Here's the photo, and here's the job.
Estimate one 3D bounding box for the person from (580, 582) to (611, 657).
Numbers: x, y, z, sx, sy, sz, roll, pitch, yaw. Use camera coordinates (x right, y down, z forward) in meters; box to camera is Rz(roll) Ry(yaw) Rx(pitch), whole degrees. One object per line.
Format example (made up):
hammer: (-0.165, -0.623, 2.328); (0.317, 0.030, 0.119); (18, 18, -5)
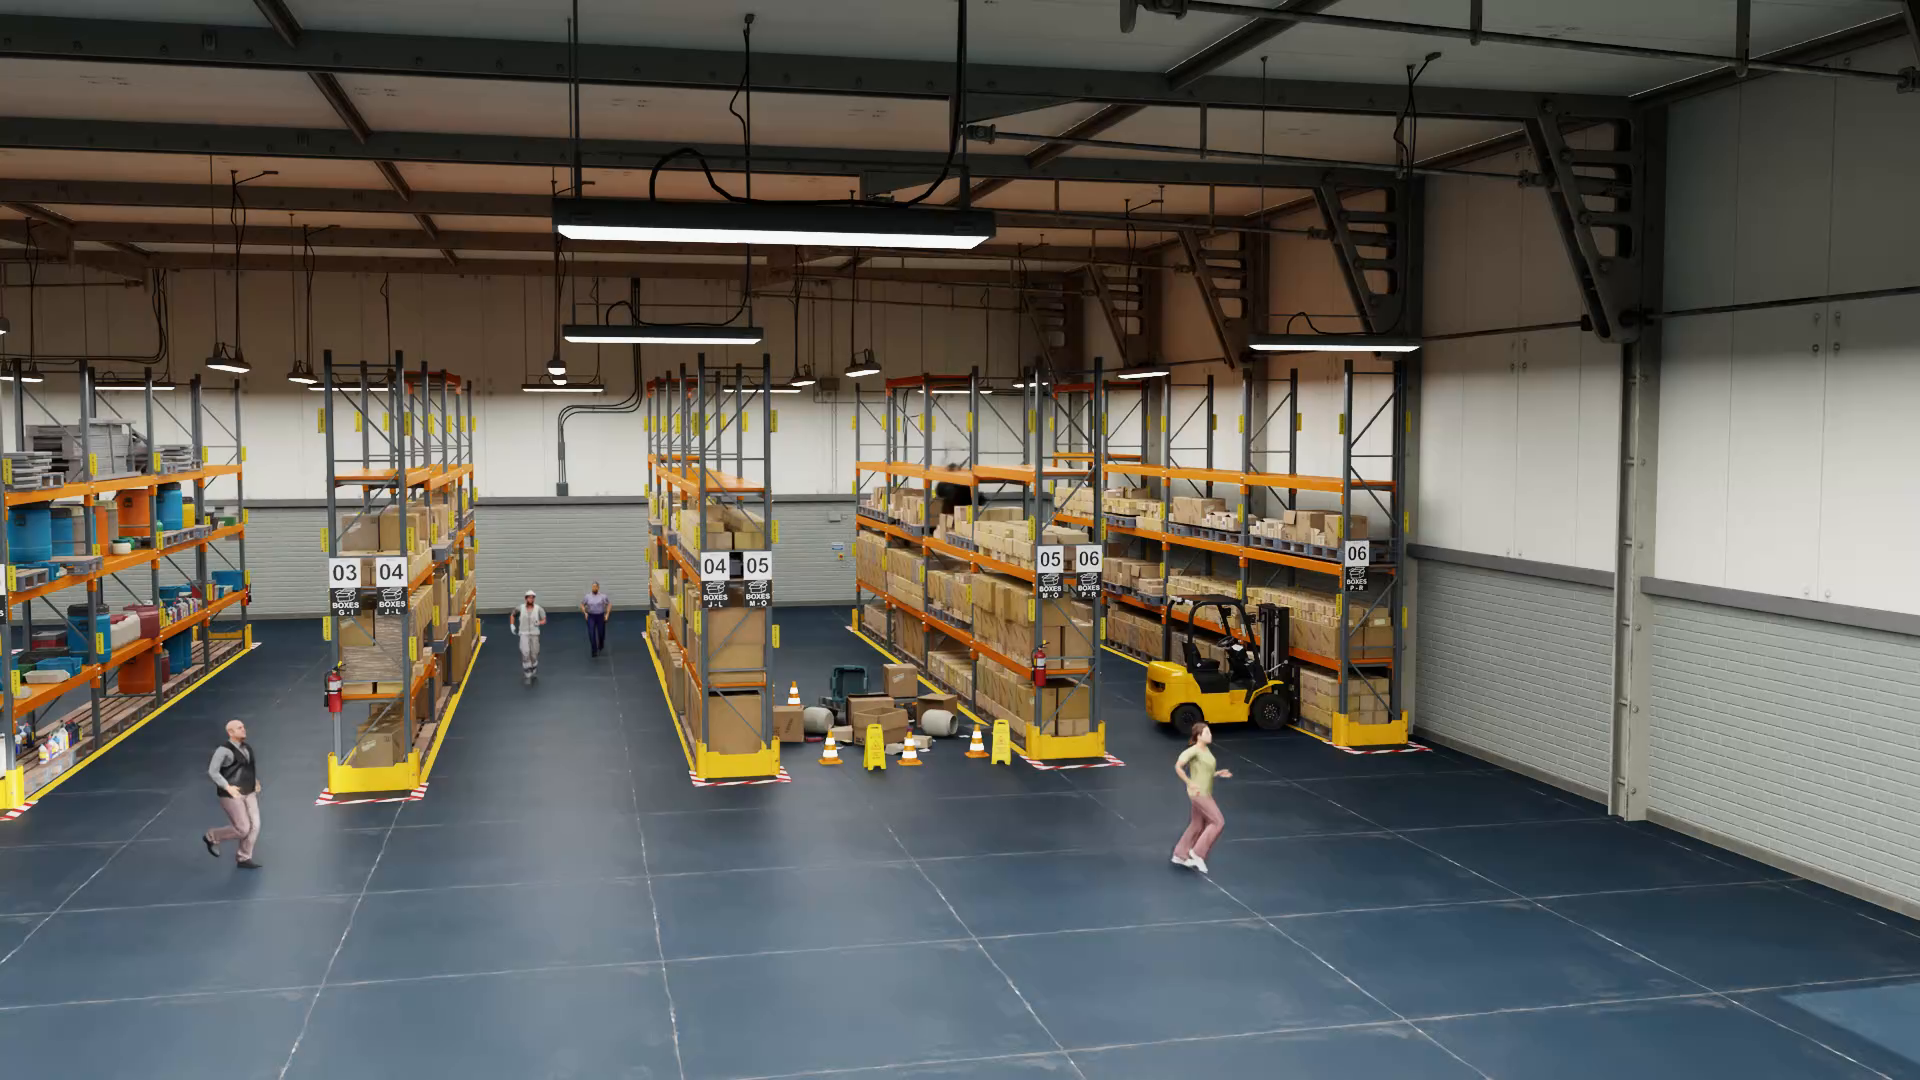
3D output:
person: (-7.870, 1.706, 35.949); (0.647, 1.590, 0.609); (-1, 4, -12)

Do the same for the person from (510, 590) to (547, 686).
person: (-8.344, 1.881, 32.195); (0.669, 1.816, 0.804); (-1, 4, -19)

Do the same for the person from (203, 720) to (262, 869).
person: (-8.206, 2.870, 18.775); (0.661, 1.684, 0.658); (1, 4, 13)

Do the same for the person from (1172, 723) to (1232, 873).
person: (2.702, 2.878, 18.632); (0.667, 1.673, 0.554); (2, 4, 23)
